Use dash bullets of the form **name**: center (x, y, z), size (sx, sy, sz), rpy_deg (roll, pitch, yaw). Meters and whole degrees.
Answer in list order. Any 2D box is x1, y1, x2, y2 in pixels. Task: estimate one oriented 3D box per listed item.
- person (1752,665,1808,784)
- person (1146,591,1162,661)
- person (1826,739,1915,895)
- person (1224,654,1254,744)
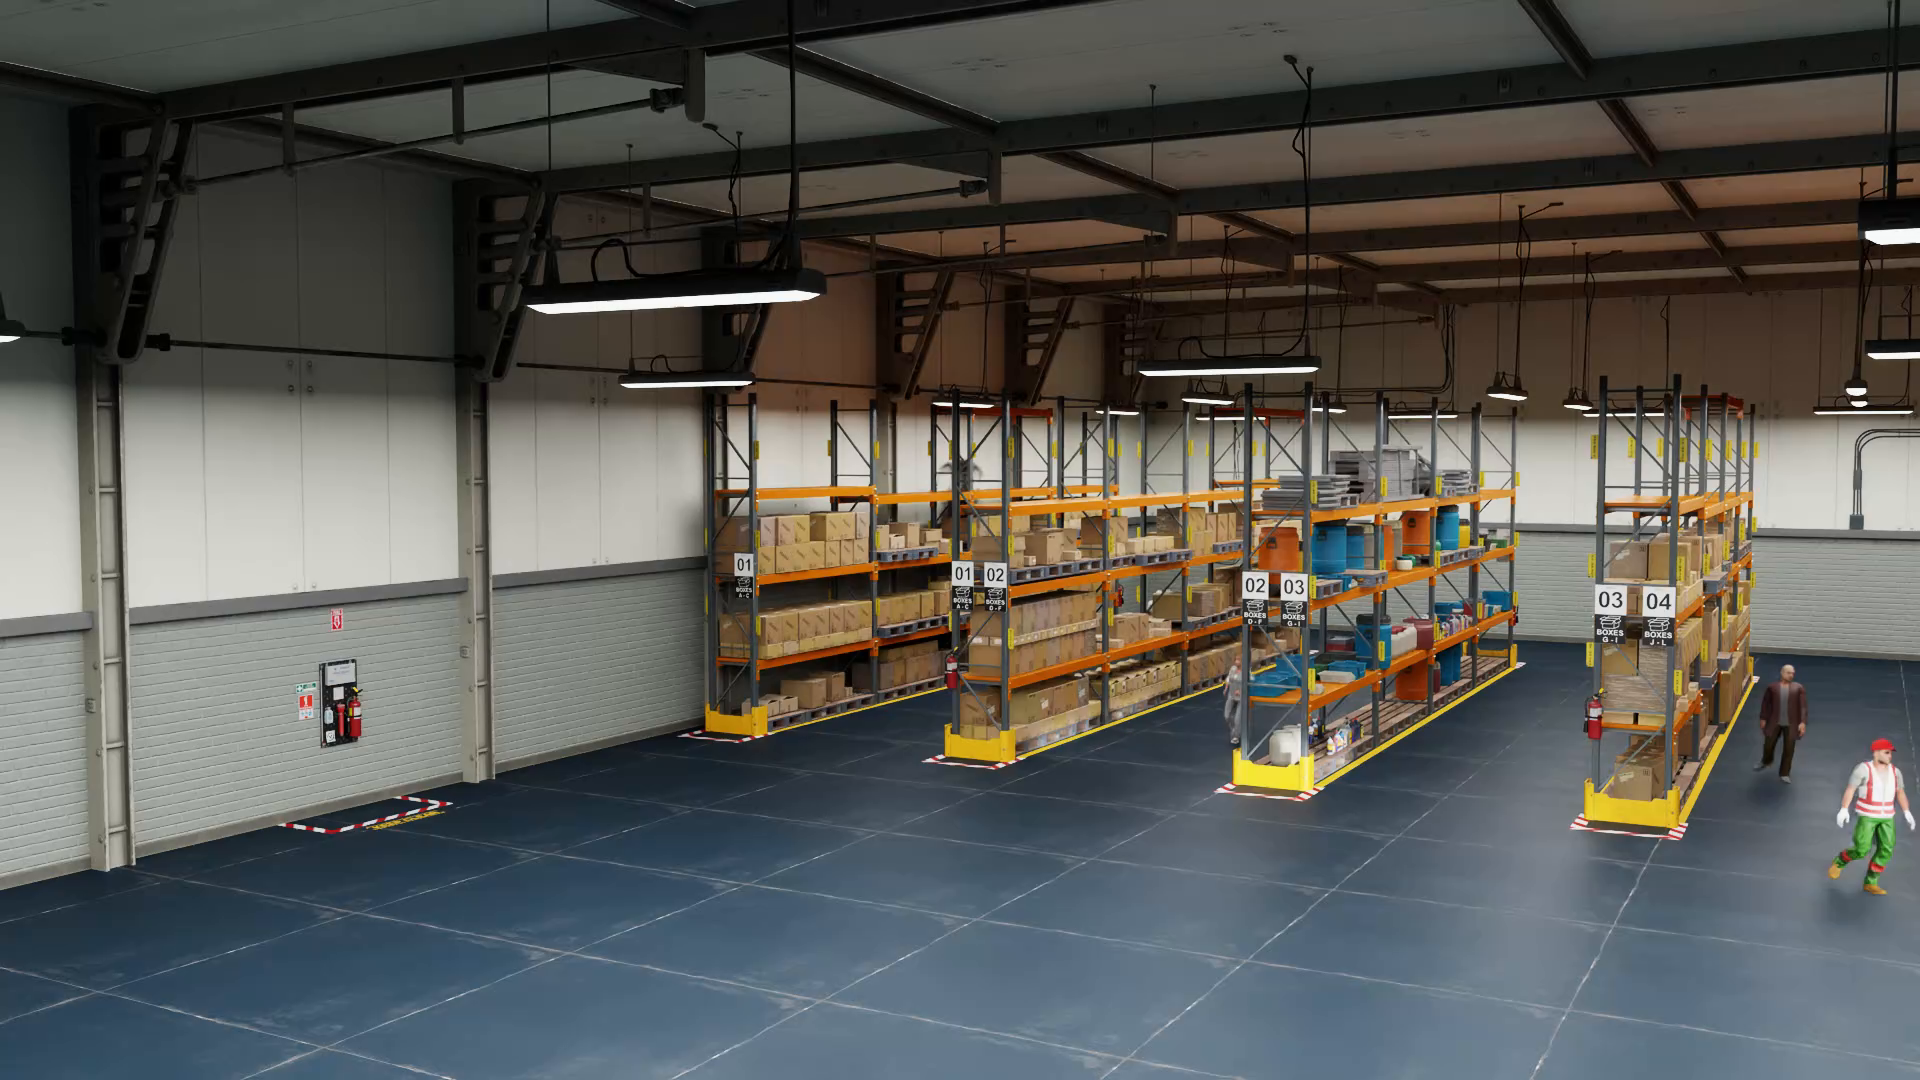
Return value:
- **person**: center (12.389, 2.758, 25.117), size (0.752, 1.768, 0.647), rpy_deg (2, 4, 29)
- **person**: center (4.733, 2.030, 39.451), size (0.693, 1.695, 0.699), rpy_deg (1, 3, 16)
- **person**: center (10.289, 3.105, 18.808), size (0.703, 1.750, 0.697), rpy_deg (0, 3, -4)
- **person**: center (4.716, 2.695, 28.208), size (0.562, 1.545, 0.447), rpy_deg (2, 4, 35)
